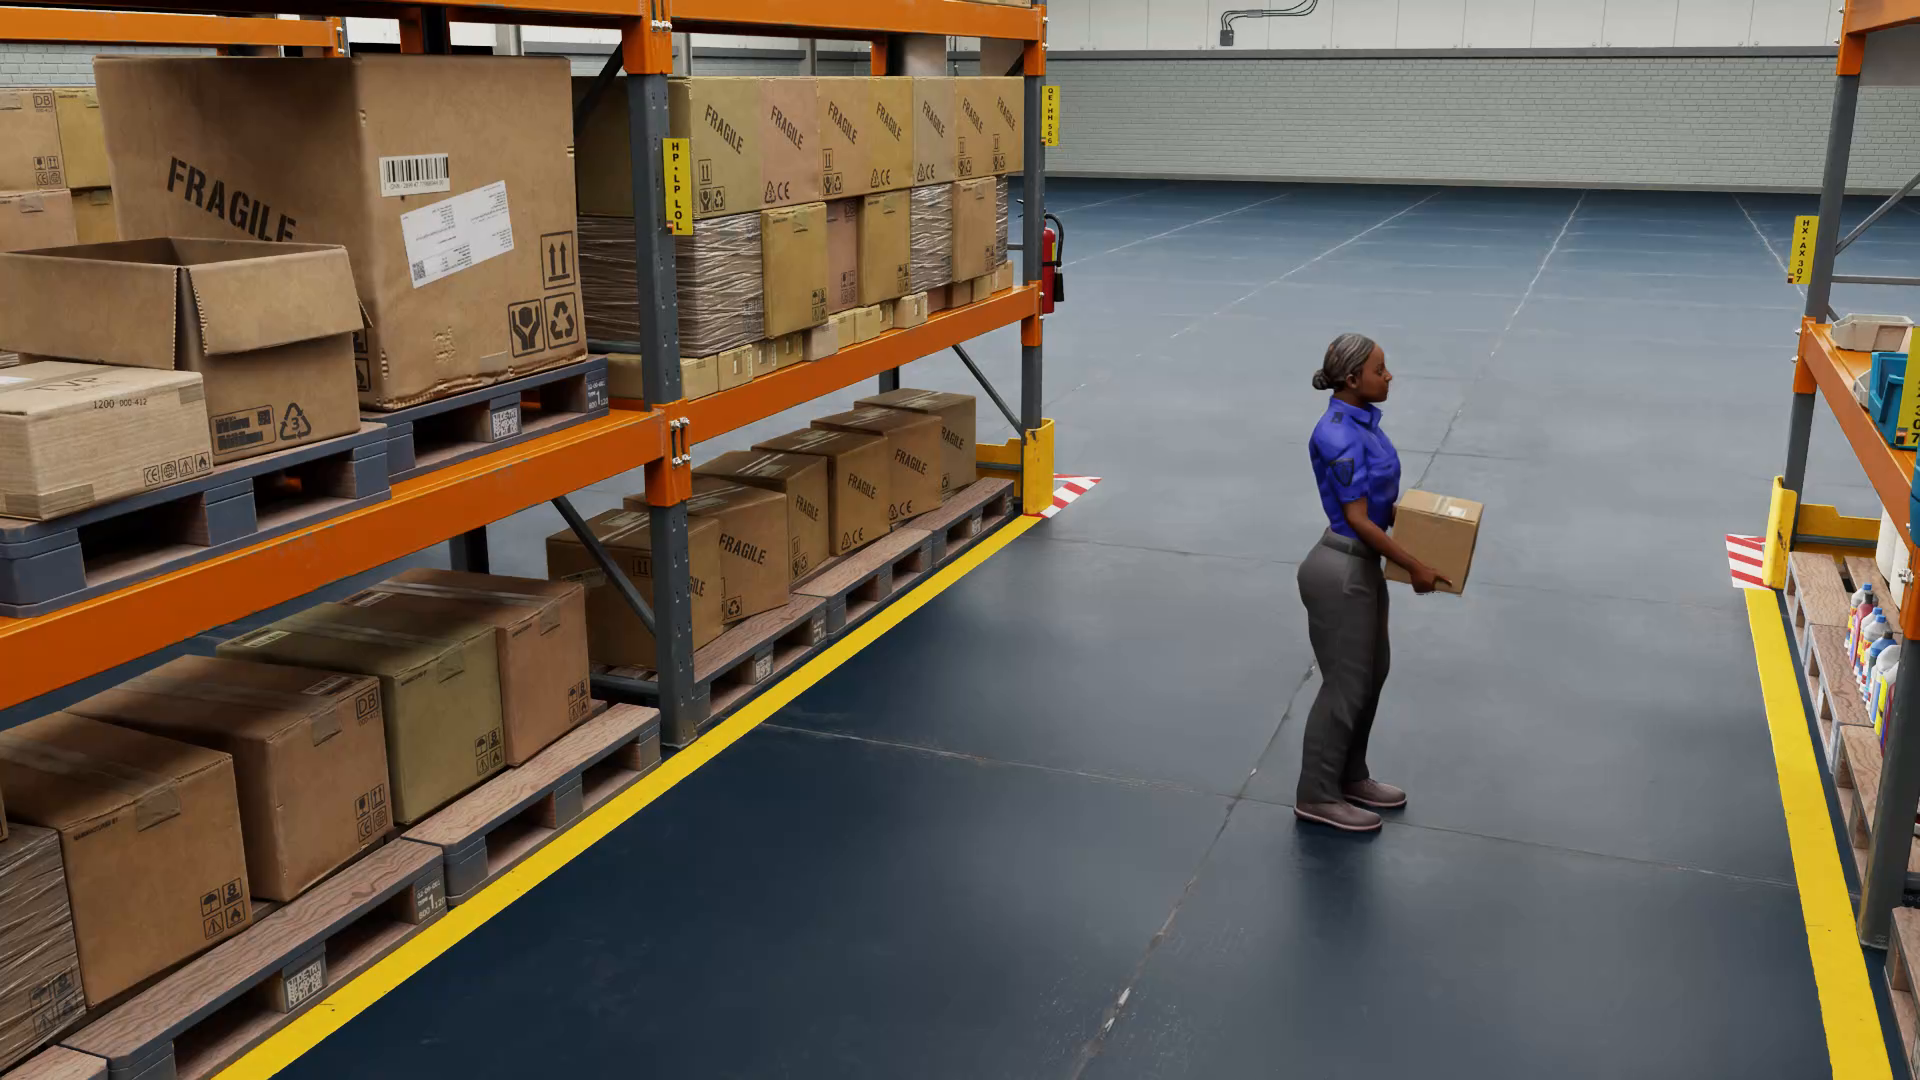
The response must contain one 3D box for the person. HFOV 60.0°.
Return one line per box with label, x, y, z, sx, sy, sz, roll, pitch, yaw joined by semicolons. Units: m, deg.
person;1.385;0.145;5.531;0.505;1.655;0.448;6;17;21
